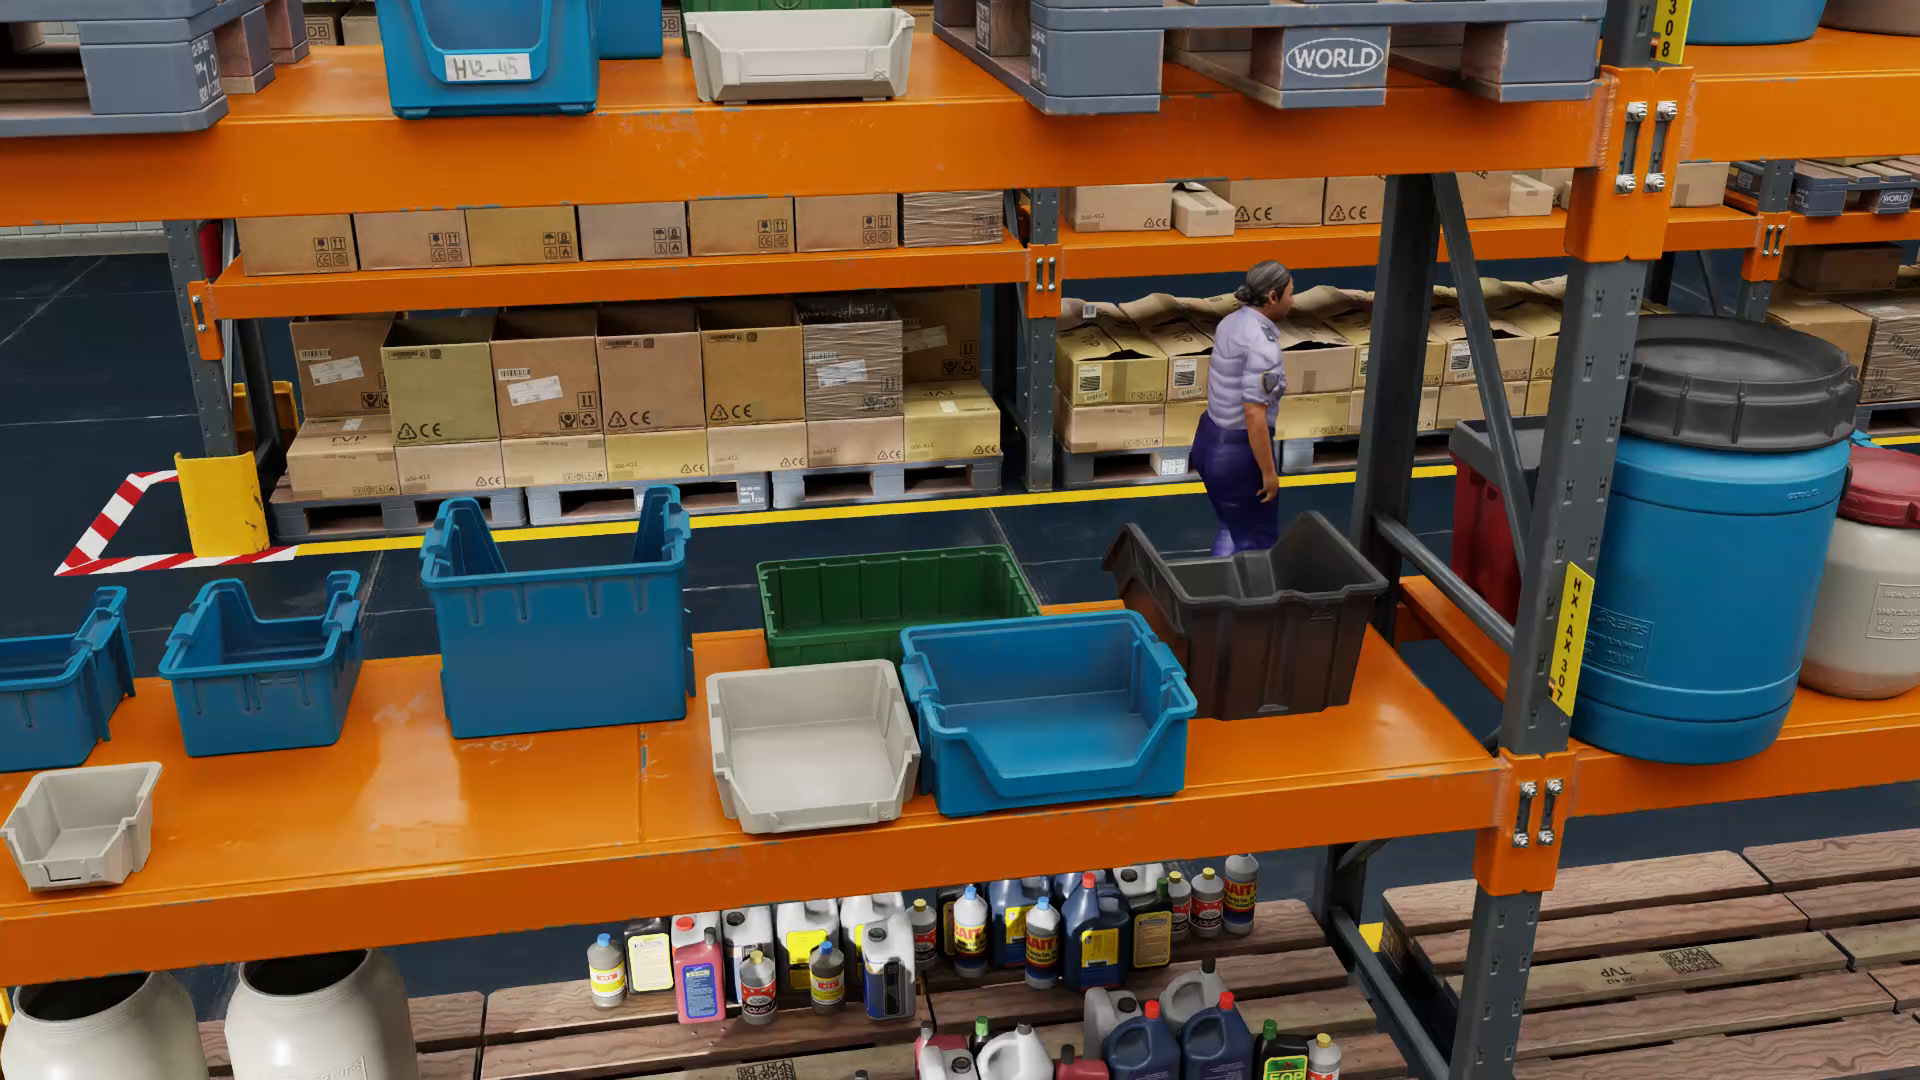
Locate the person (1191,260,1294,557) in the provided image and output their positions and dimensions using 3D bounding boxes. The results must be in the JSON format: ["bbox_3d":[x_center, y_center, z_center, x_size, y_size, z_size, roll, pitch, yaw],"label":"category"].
[{"bbox_3d":[1.191,-0.339,6.887,0.413,1.652,0.541,-4,24,-10],"label":"person"}]
